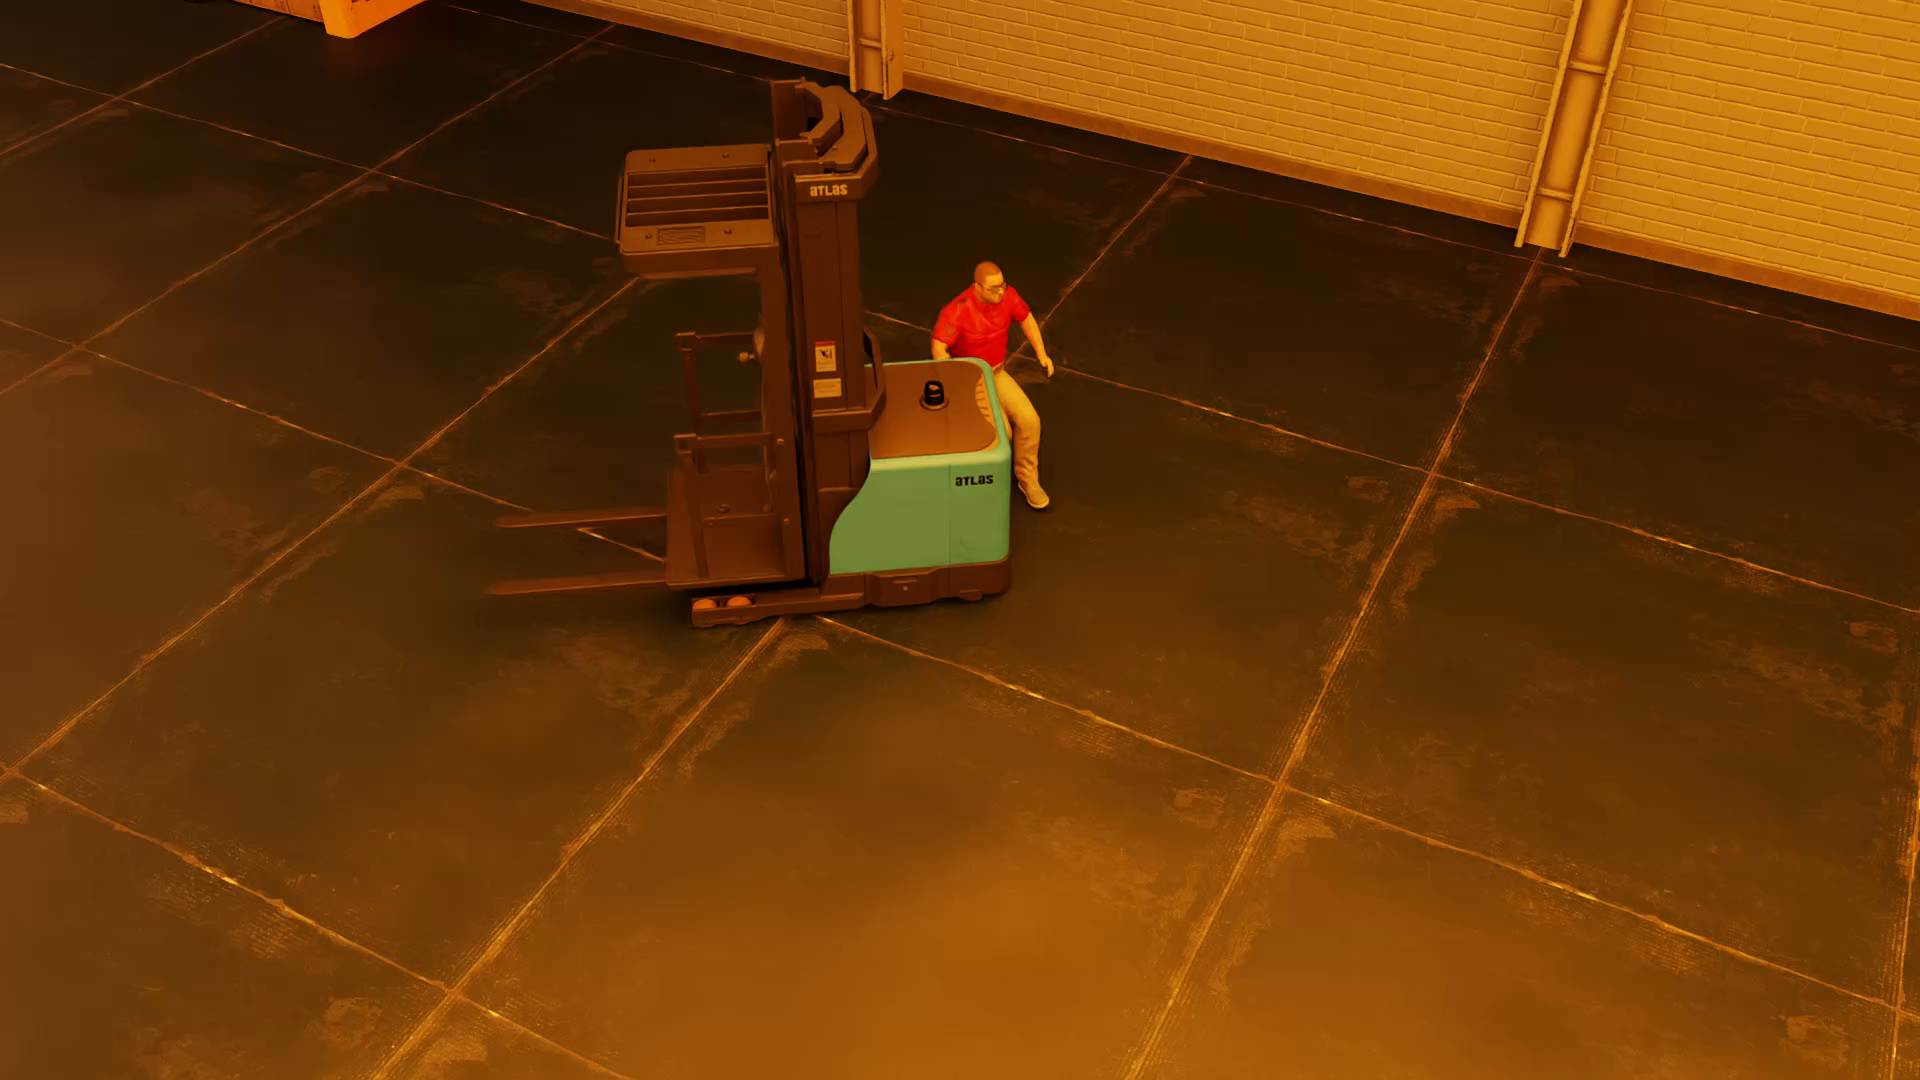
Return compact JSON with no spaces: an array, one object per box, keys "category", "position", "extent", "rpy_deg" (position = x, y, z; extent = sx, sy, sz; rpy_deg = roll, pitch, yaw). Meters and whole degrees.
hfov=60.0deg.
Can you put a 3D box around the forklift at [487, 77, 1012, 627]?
[{"category":"forklift","position":[-1.256,-0.976,9.145],"extent":[3.031,2.935,1.130],"rpy_deg":[-5,40,-5]}]

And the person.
[{"category":"person","position":[0.292,-0.951,10.280],"extent":[0.841,1.531,0.819],"rpy_deg":[32,50,32]}]
